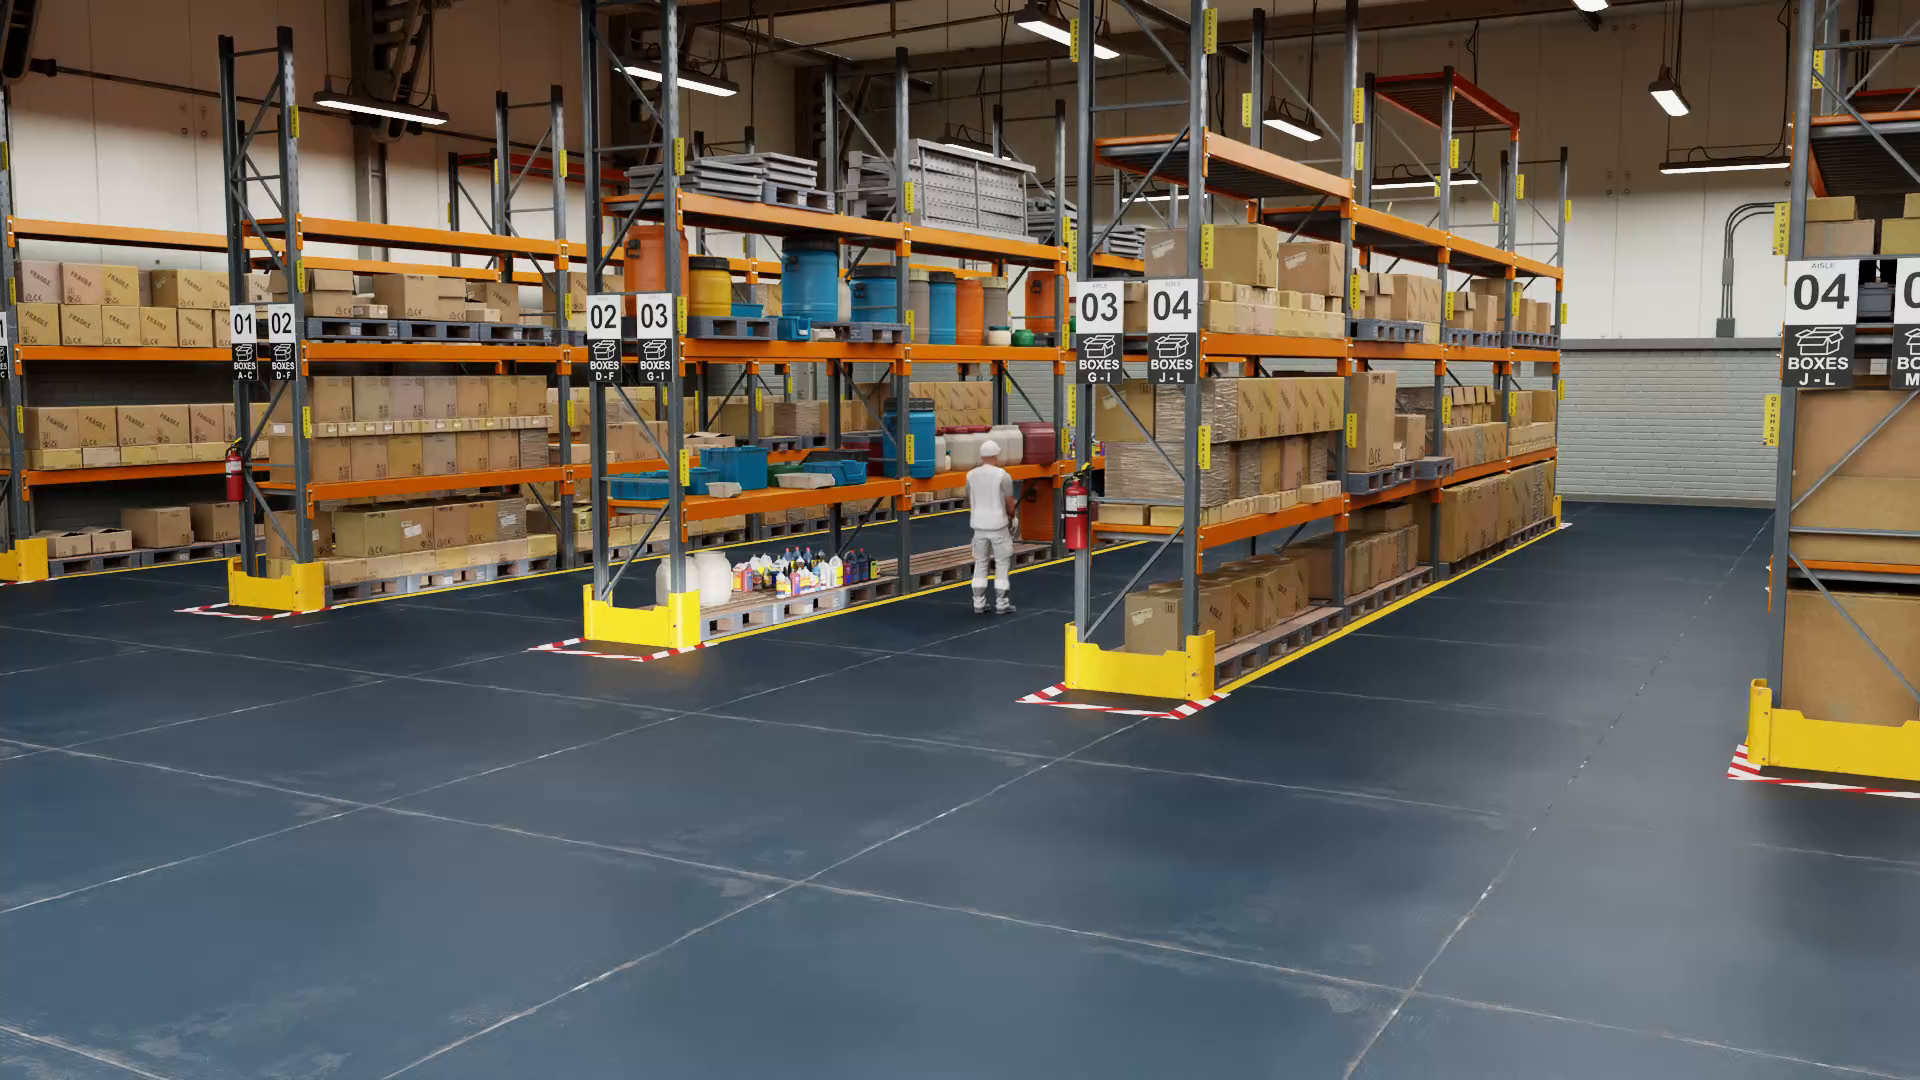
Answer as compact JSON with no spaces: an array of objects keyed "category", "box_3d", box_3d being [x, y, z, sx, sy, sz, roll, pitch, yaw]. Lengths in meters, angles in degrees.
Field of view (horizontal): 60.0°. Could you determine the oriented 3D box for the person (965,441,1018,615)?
[{"category":"person","box_3d":[0.337,-0.137,17.276,0.529,1.793,0.486,3,7,28]}]
